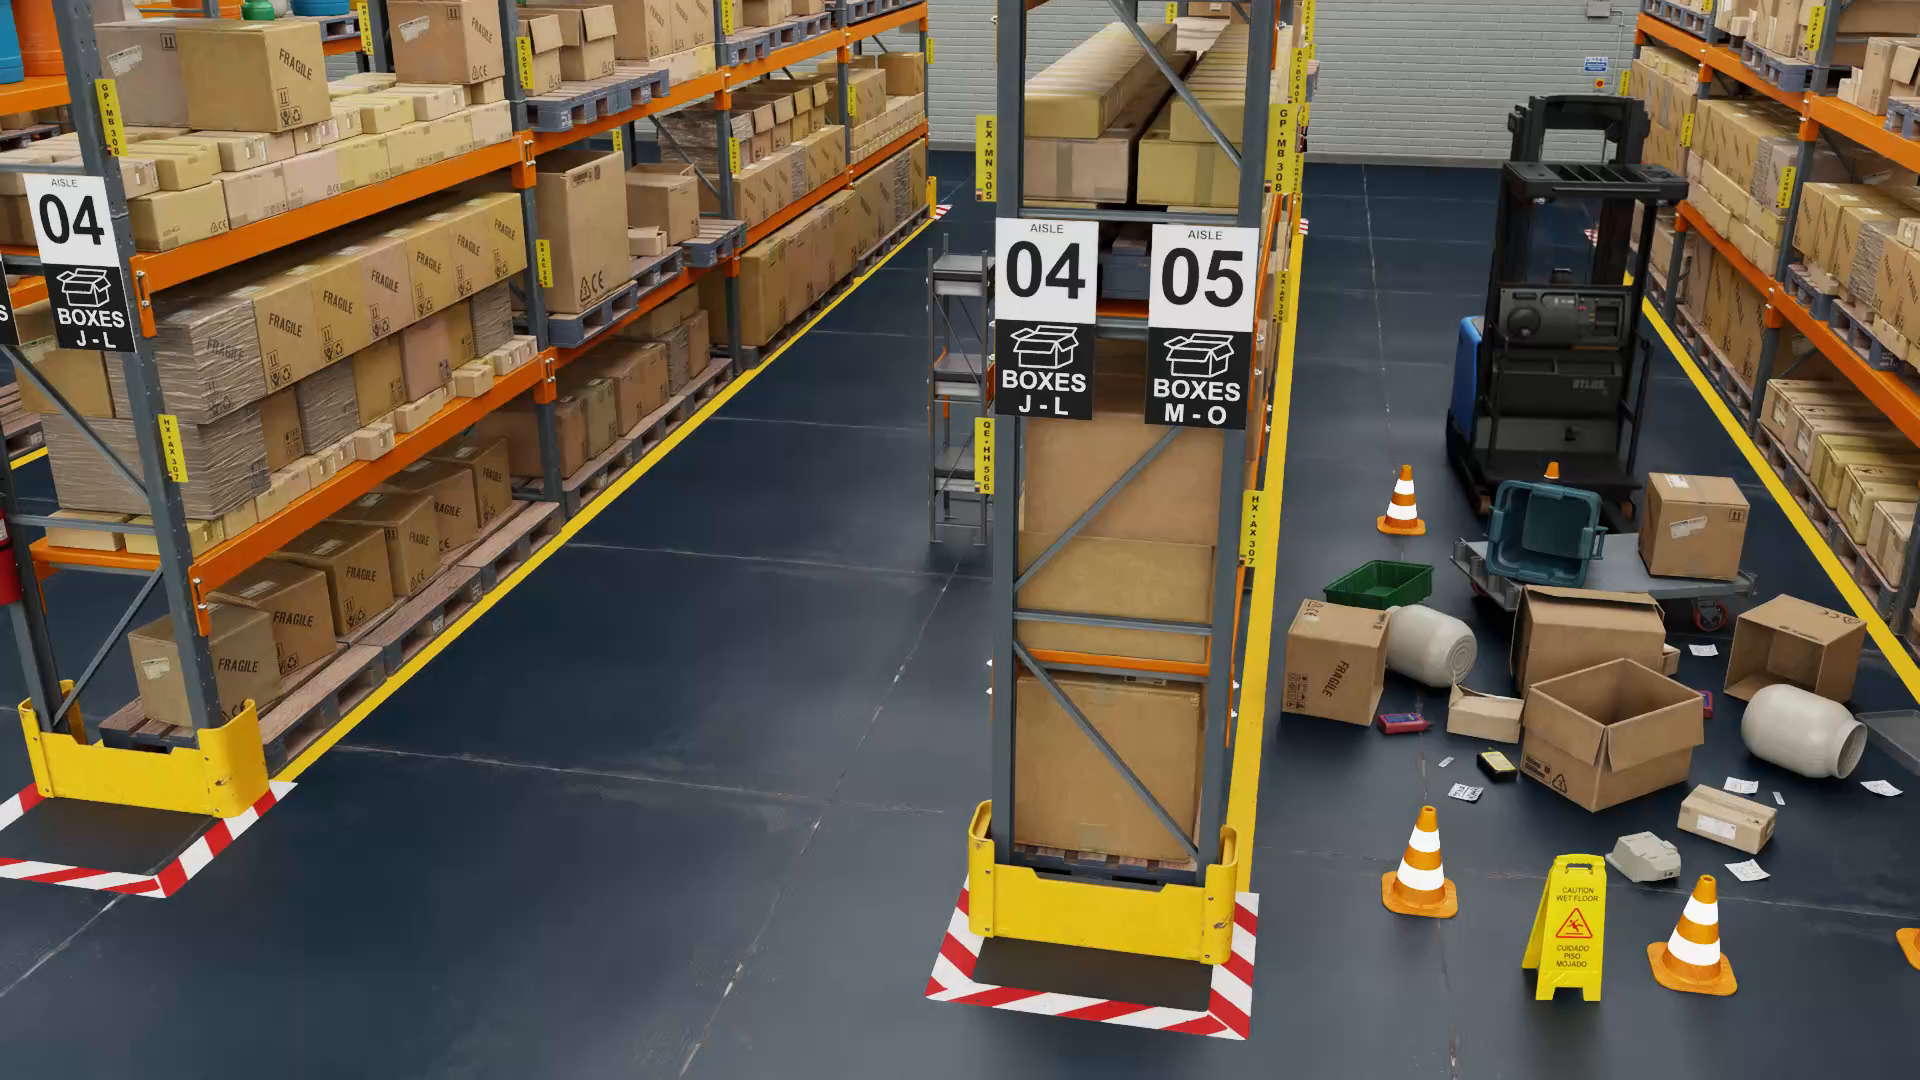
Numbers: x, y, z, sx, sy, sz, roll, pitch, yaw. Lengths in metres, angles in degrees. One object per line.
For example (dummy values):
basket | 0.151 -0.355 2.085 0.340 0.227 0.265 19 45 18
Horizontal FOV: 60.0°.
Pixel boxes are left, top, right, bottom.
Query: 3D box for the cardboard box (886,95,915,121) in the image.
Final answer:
cardboard box | -0.874 -5.602 21.552 0.500 0.250 0.500 4 22 10

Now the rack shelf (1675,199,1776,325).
rack shelf | 7.546 -2.633 15.340 1.077 0.370 4.000 4 22 11

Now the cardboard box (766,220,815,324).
cardboard box | -2.213 -2.777 17.014 1.225 0.875 0.875 5 22 11

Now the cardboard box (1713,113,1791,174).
cardboard box | 7.402 -3.698 15.549 0.500 0.500 0.500 4 22 10

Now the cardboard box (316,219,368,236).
cardboard box | -3.923 -1.665 10.103 0.500 0.500 0.500 4 22 11

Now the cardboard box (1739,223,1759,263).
cardboard box | 7.076 -2.559 14.393 0.500 0.250 0.500 5 22 12

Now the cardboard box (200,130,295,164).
cardboard box | -3.656 -2.027 8.524 0.380 0.149 0.250 4 22 11

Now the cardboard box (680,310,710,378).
cardboard box | -2.680 -1.789 15.038 0.700 0.500 0.500 3 22 8

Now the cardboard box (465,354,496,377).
cardboard box | -3.306 -1.133 10.988 0.380 0.149 0.250 4 22 11

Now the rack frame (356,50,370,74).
rack frame | -6.596 -4.832 19.835 1.000 3.000 0.127 4 22 11

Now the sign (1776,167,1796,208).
sign | 6.594 -2.814 13.275 0.100 0.325 0.005 4 22 11

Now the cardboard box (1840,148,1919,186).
cardboard box | 7.478 -2.908 13.586 0.500 0.500 0.500 4 22 9

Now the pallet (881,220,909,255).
pallet | -1.269 -3.880 21.205 1.003 0.211 1.213 4 22 11

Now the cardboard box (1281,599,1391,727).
cardboard box | 2.143 0.691 9.465 0.500 0.500 0.500 8 23 20

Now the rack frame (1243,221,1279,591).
rack frame | 1.455 -1.113 10.602 1.000 3.000 0.127 4 22 11

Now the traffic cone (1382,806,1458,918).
traffic cone | 2.138 1.440 7.657 0.336 0.463 0.334 4 22 11

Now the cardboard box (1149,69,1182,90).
cardboard box | 0.878 -2.287 8.610 0.500 0.250 0.500 4 22 10

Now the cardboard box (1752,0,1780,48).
cardboard box | 7.214 -4.535 14.387 0.500 0.500 0.500 5 22 11

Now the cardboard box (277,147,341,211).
cardboard box | -3.640 -1.914 8.775 0.500 0.250 0.500 4 22 11

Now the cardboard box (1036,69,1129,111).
cardboard box | 0.532 -1.965 7.275 0.380 0.149 0.250 5 22 12

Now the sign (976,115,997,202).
sign | 0.111 -1.462 6.374 0.100 0.325 0.005 4 22 11

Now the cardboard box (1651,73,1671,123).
cardboard box | 8.097 -4.957 18.674 0.500 0.500 0.500 5 22 11

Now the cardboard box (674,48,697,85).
cardboard box | -2.508 -3.938 13.802 0.500 0.250 0.500 4 22 11

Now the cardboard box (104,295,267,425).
cardboard box | -3.817 -0.894 8.187 0.500 0.500 0.500 4 22 11

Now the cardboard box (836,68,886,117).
cardboard box | -1.189 -5.396 20.036 0.500 0.500 0.500 4 22 9

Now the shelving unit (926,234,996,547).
shelving unit | 0.034 -1.035 11.612 0.431 2.100 0.503 4 22 11

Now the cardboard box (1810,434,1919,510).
cardboard box | 6.710 -0.458 11.932 0.950 0.372 0.625 5 23 13

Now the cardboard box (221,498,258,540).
cardboard box | -3.834 -0.125 8.485 0.380 0.149 0.250 4 22 11

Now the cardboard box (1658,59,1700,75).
cardboard box | 8.069 -5.300 18.657 0.380 0.149 0.250 4 22 10

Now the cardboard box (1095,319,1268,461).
cardboard box | 1.022 -0.756 8.070 0.875 0.550 0.550 4 22 11

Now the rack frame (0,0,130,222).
rack frame | -4.196 -2.848 6.880 1.000 3.000 0.127 4 22 11

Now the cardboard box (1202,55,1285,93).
cardboard box | 1.331 -2.192 7.840 0.380 0.149 0.250 5 22 12

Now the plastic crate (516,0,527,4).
plastic crate | -5.701 -7.205 21.997 0.450 0.188 0.336 4 22 11

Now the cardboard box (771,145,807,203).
cardboard box | -1.890 -3.754 17.025 0.500 0.500 0.500 5 22 11

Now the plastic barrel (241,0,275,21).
plastic barrel | -6.971 -5.253 16.512 0.294 0.245 0.294 0 22 0

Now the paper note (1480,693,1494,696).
paper note | 2.970 0.904 9.579 0.172 0.023 0.155 13 25 29

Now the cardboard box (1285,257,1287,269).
cardboard box | 2.866 -2.558 15.971 0.500 0.250 0.500 5 22 11

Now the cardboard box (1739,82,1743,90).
cardboard box | 8.320 -4.797 17.409 0.380 0.149 0.250 4 22 10

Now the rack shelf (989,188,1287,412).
rack shelf | 1.047 -1.439 8.360 1.077 0.370 4.000 4 22 11

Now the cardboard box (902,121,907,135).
cardboard box | -0.888 -5.271 21.263 0.380 0.149 0.250 4 22 10

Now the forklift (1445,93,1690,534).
forklift | 4.395 -1.621 11.955 1.130 2.935 3.031 3 22 6

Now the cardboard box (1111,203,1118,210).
cardboard box | 0.479 -1.500 7.188 0.380 0.149 0.250 5 22 12

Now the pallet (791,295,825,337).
pallet | -2.078 -2.425 17.592 1.003 0.211 1.213 4 22 11

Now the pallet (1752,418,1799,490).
pallet | 6.977 -0.657 13.201 1.003 0.211 1.213 4 22 11

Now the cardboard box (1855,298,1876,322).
cardboard box | 6.513 -1.622 11.640 0.380 0.149 0.250 5 23 13

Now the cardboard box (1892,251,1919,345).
cardboard box | 6.291 -1.520 10.518 0.500 0.500 0.500 5 22 11

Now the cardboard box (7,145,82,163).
cardboard box | -4.277 -1.784 7.919 0.380 0.149 0.250 4 22 9

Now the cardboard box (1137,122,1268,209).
cardboard box | 0.989 -1.508 6.675 0.500 0.250 0.500 4 22 11

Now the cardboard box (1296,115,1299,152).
cardboard box | 3.436 -4.385 18.195 0.500 0.500 0.500 4 22 10

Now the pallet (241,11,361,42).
pallet | -6.889 -5.426 17.549 1.003 0.211 1.213 4 22 11

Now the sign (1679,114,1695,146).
sign | 7.411 -4.179 16.949 0.100 0.325 0.005 4 22 11

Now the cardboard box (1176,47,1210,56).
cardboard box | 1.492 -3.145 11.136 0.500 0.250 0.500 4 22 10
